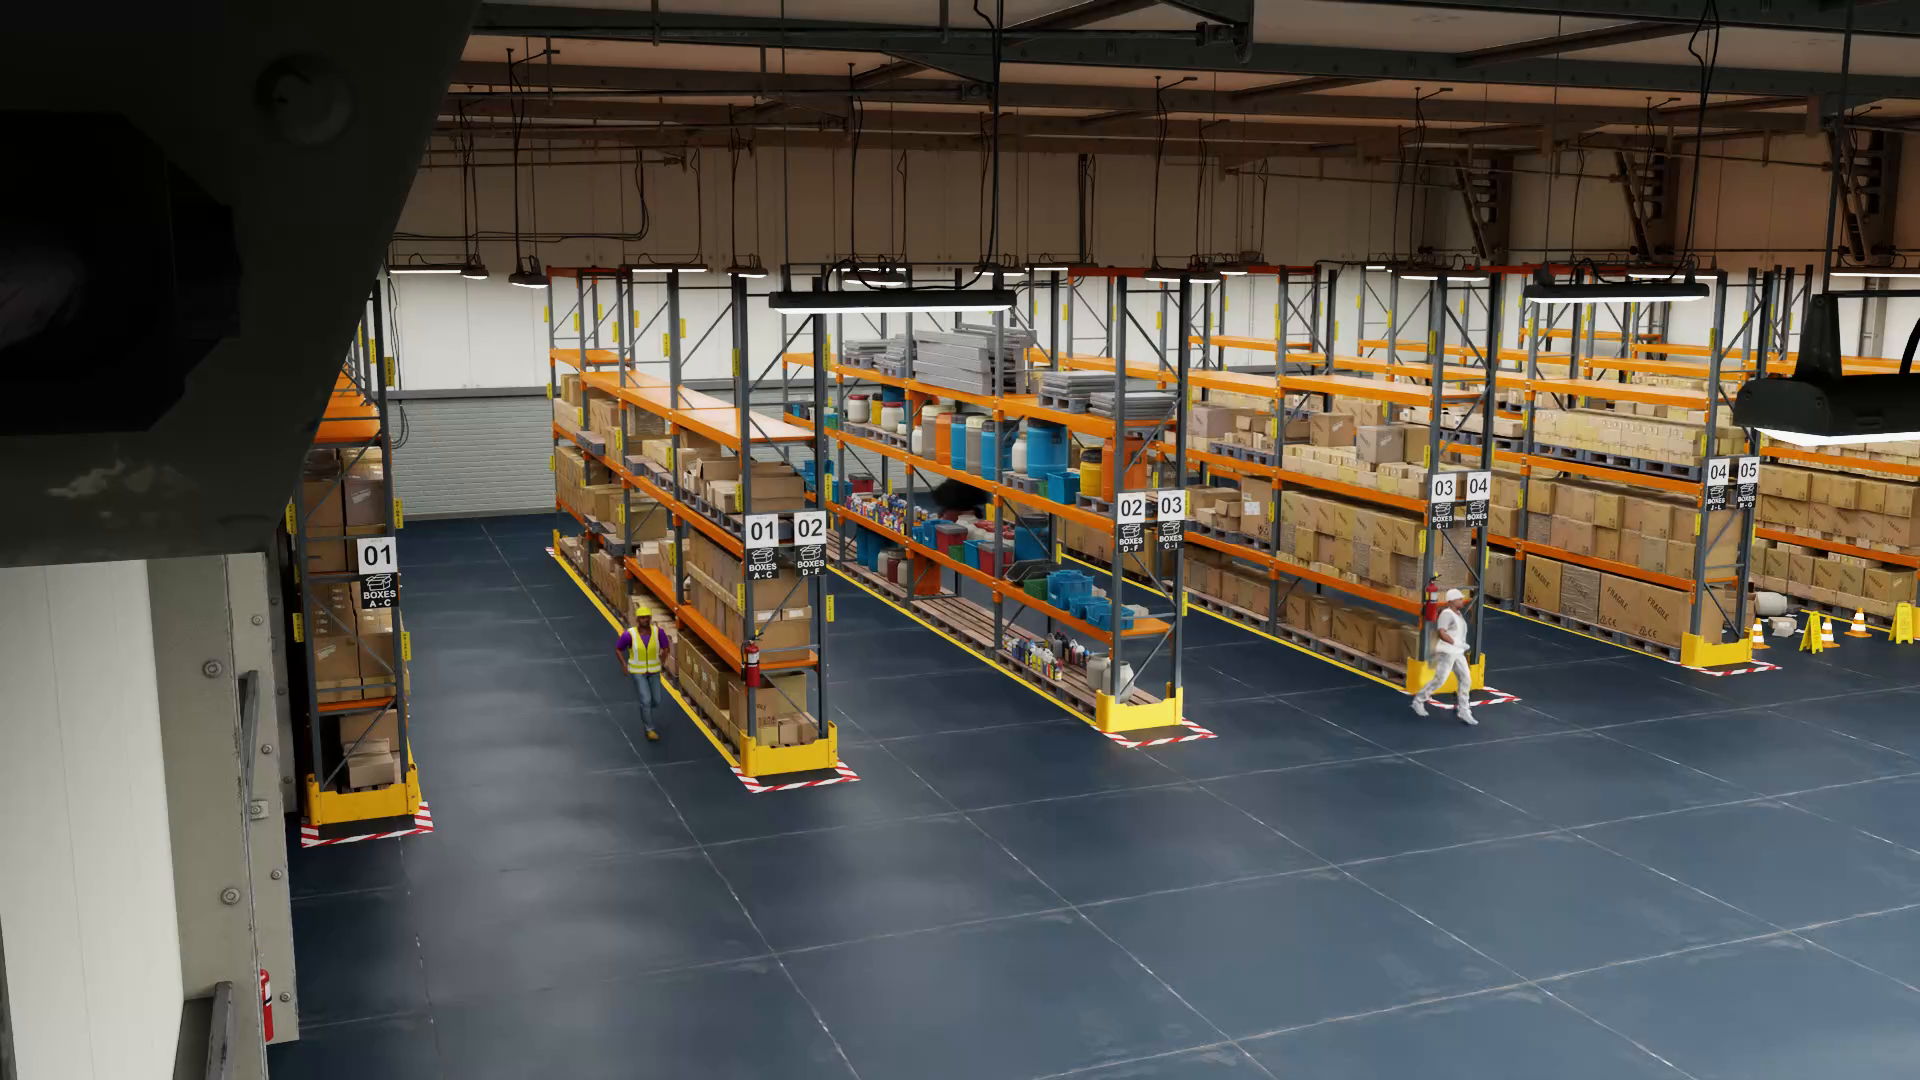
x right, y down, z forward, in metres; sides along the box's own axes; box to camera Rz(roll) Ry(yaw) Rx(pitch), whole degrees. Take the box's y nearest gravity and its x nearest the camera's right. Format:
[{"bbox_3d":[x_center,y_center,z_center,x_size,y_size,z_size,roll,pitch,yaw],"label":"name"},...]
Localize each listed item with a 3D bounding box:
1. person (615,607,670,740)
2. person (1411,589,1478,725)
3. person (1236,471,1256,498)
[{"bbox_3d":[-4.130,1.718,21.793,0.703,1.735,0.699,-5,11,-25],"label":"person"},{"bbox_3d":[6.689,1.557,22.601,0.896,1.789,0.746,7,12,36],"label":"person"},{"bbox_3d":[6.126,-0.681,35.446,0.695,1.763,0.991,-5,11,-26],"label":"person"}]
